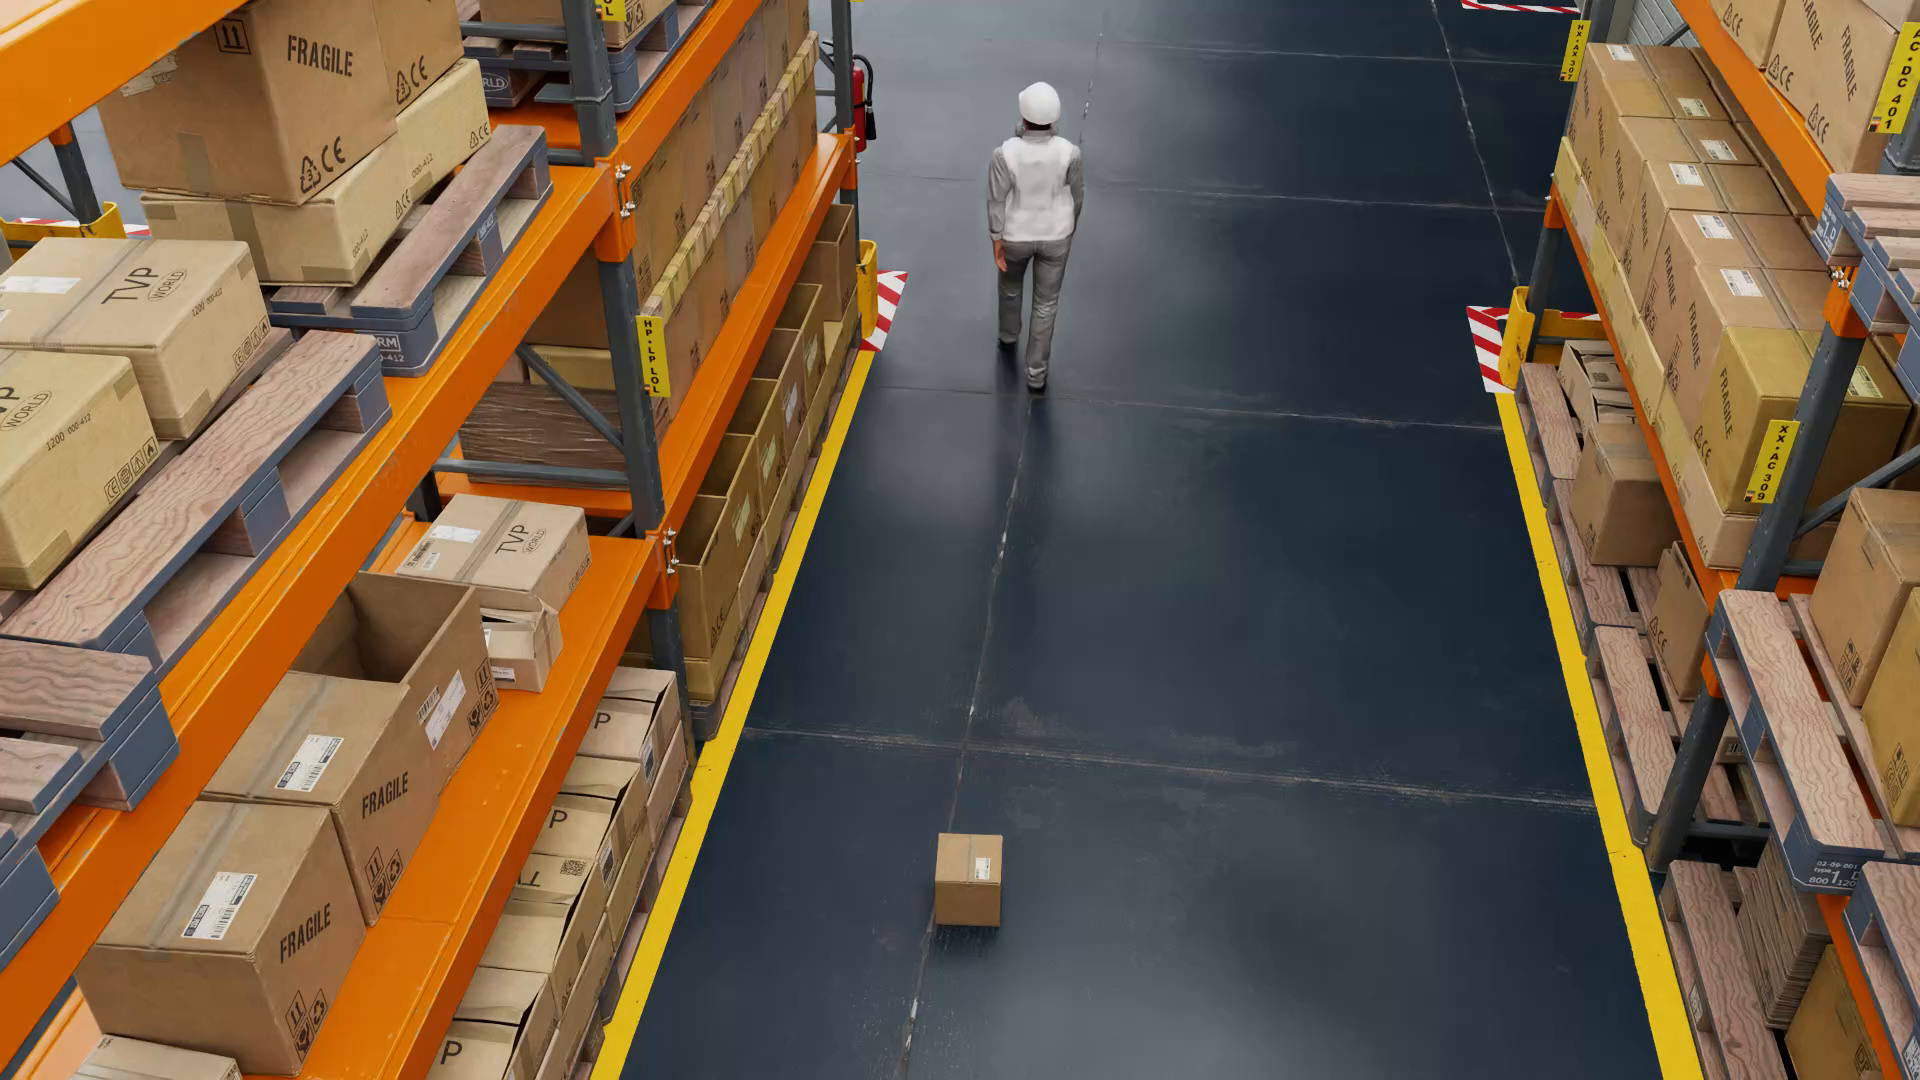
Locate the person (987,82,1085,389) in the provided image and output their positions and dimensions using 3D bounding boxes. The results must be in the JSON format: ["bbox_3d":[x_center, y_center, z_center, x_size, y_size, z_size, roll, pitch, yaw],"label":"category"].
[{"bbox_3d":[0.431,-1.779,9.485,0.538,1.793,0.807,2,36,3],"label":"person"}]
